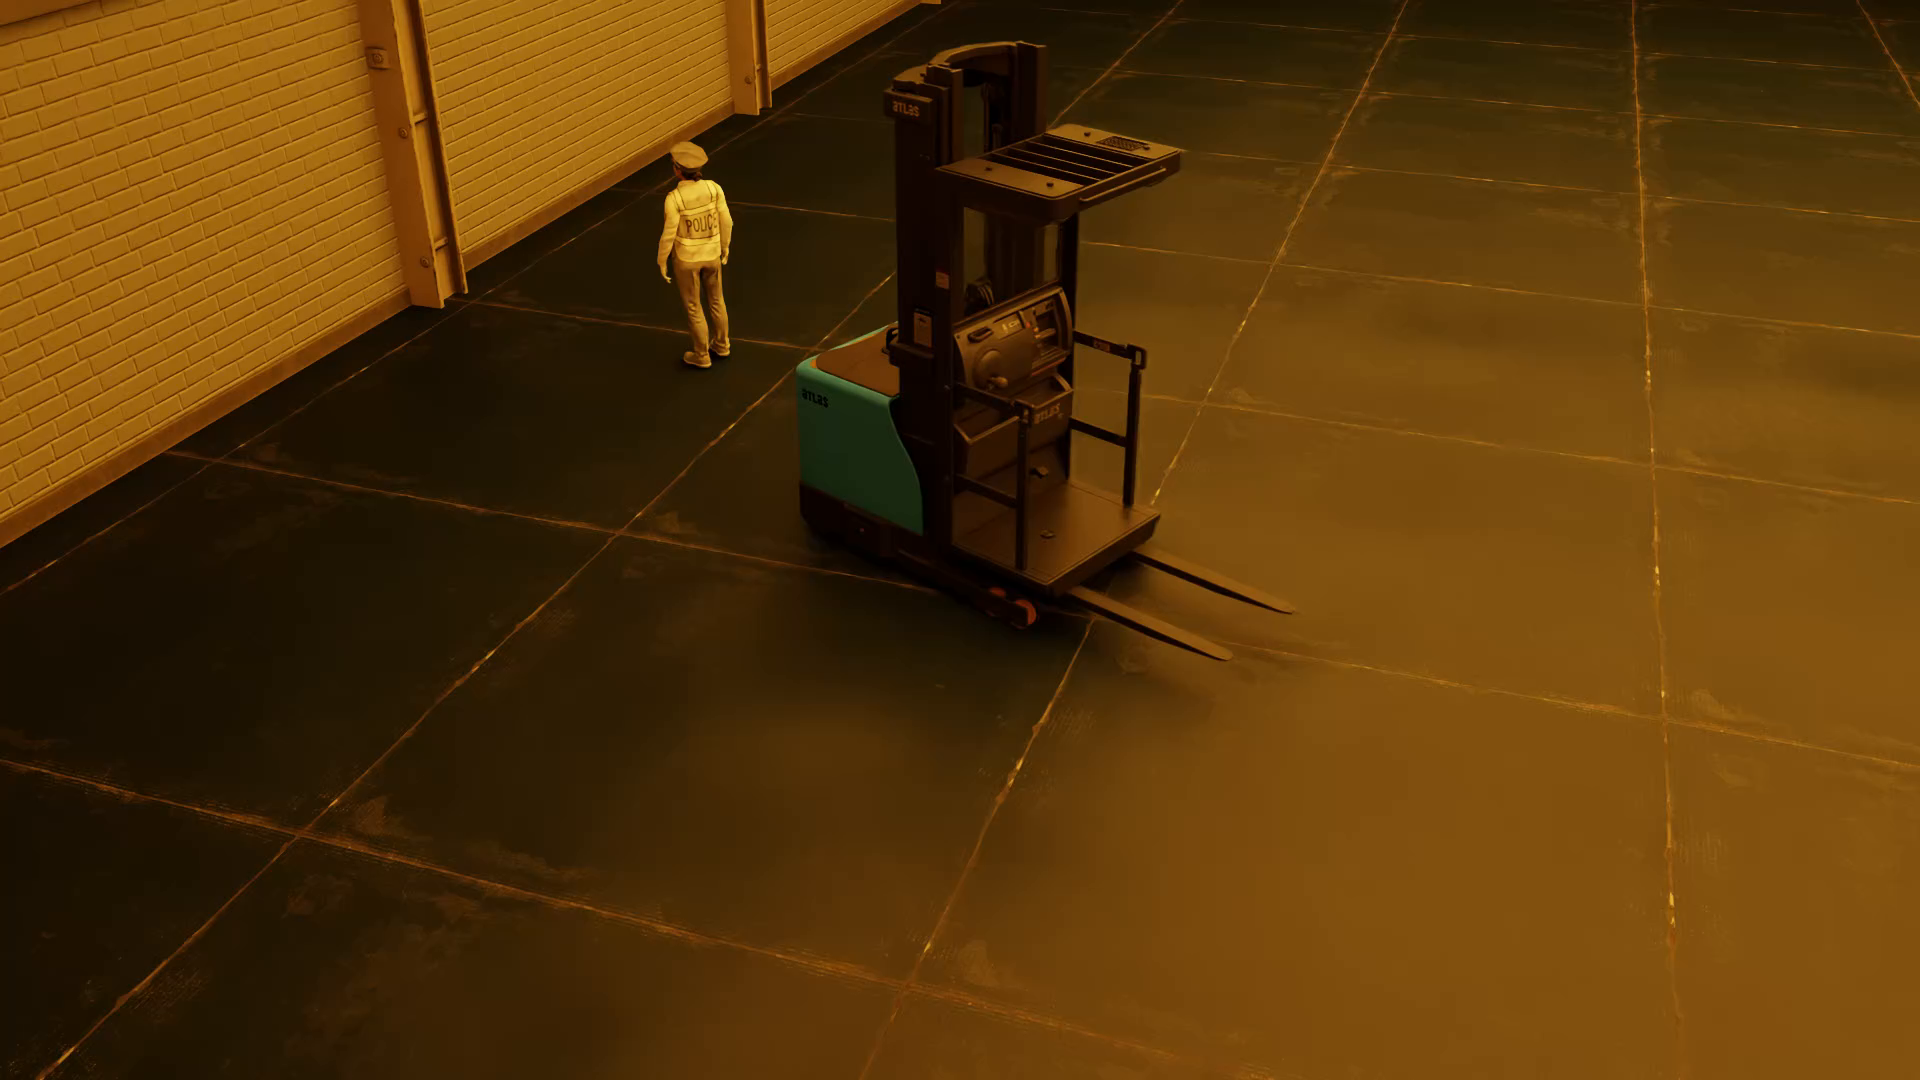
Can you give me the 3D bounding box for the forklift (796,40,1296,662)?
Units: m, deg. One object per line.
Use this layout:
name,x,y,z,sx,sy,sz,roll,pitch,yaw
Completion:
forklift,0.459,-1.074,9.021,3.031,2.935,1.130,23,37,35

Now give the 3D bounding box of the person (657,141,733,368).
person,-1.928,-2.054,11.974,0.584,1.696,0.532,-19,35,-29
